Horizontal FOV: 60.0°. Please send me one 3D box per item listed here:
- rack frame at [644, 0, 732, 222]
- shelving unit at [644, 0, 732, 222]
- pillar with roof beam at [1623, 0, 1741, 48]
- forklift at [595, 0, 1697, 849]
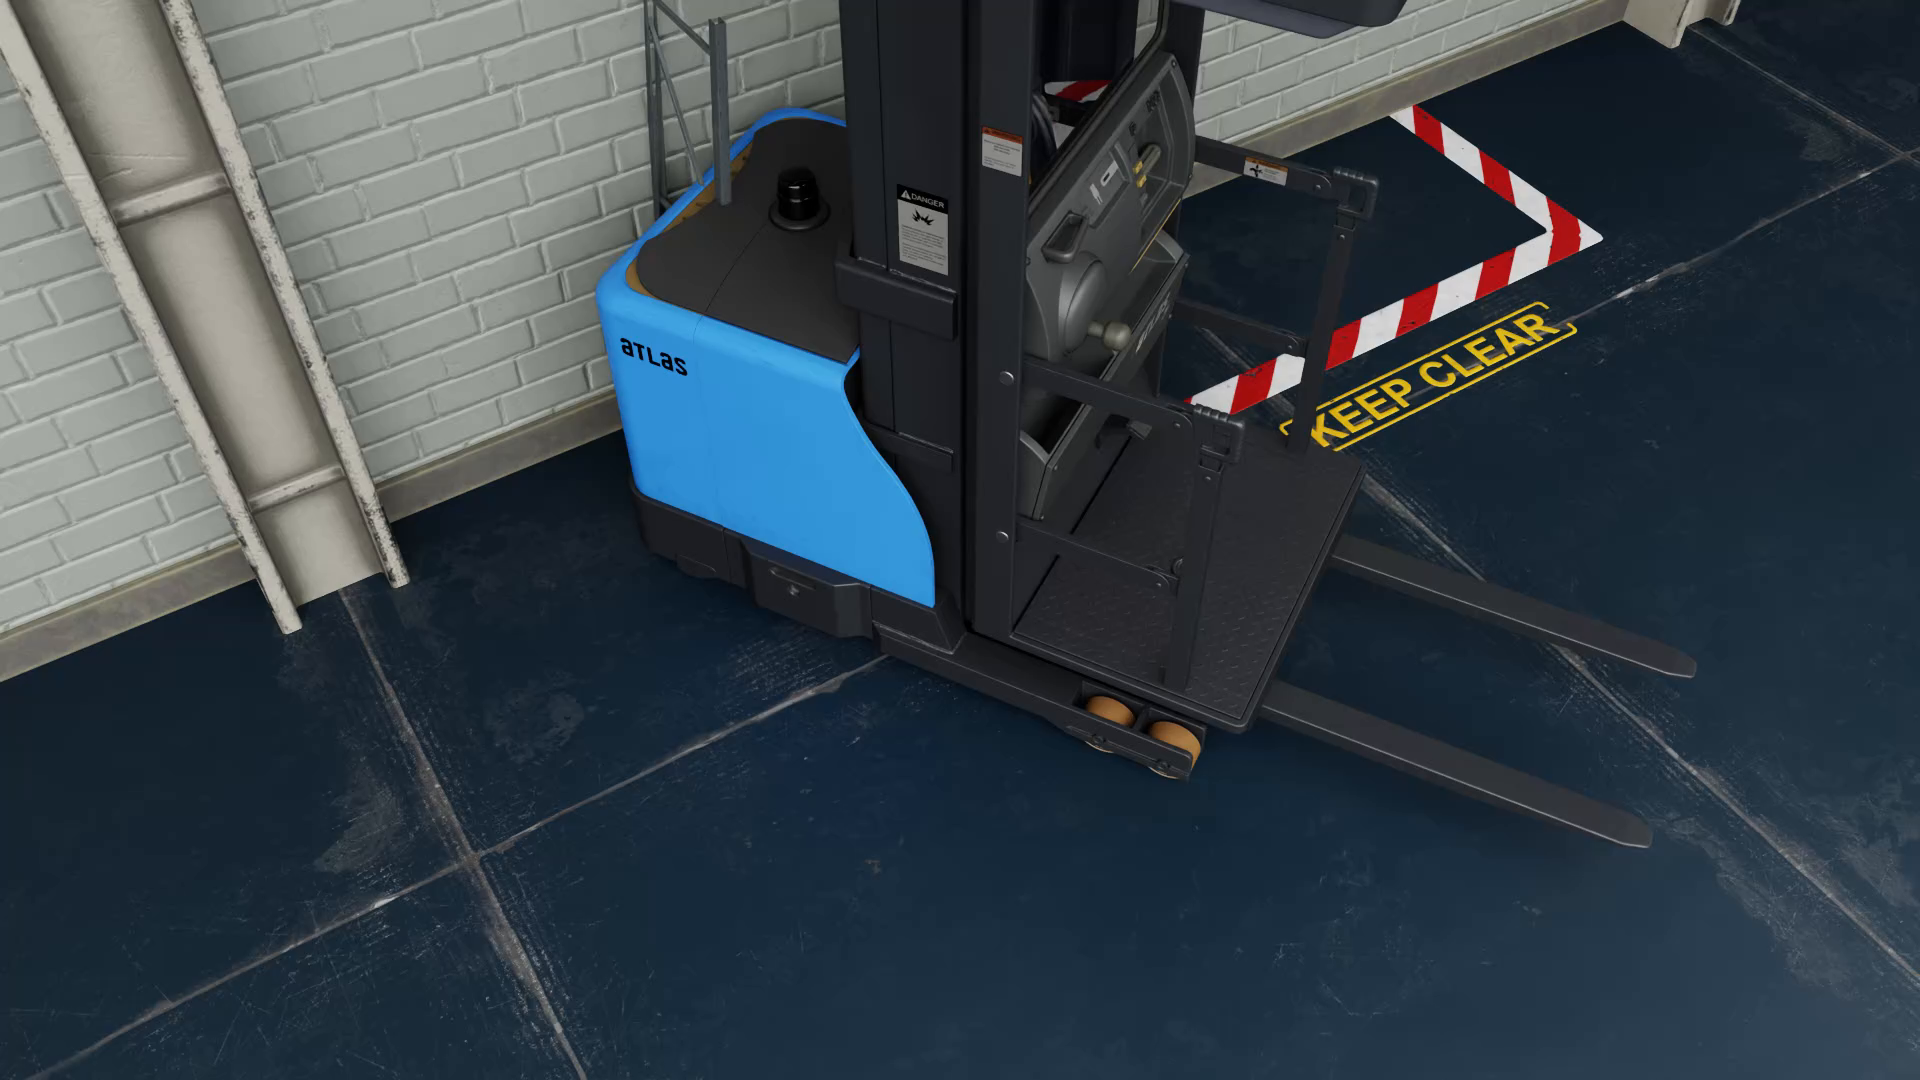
[{"bbox_3d":[-0.789,-0.902,4.900,0.032,1.500,0.500,-20,47,-26],"label":"rack frame"},{"bbox_3d":[-0.350,-1.060,5.123,1.083,1.500,0.587,-20,47,-26],"label":"shelving unit"},{"bbox_3d":[5.427,-2.555,1.500,0.400,9.000,9.100,-25,53,-21],"label":"pillar with roof beam"},{"bbox_3d":[0.557,-0.766,3.970,3.031,2.935,1.130,20,51,17],"label":"forklift"}]
